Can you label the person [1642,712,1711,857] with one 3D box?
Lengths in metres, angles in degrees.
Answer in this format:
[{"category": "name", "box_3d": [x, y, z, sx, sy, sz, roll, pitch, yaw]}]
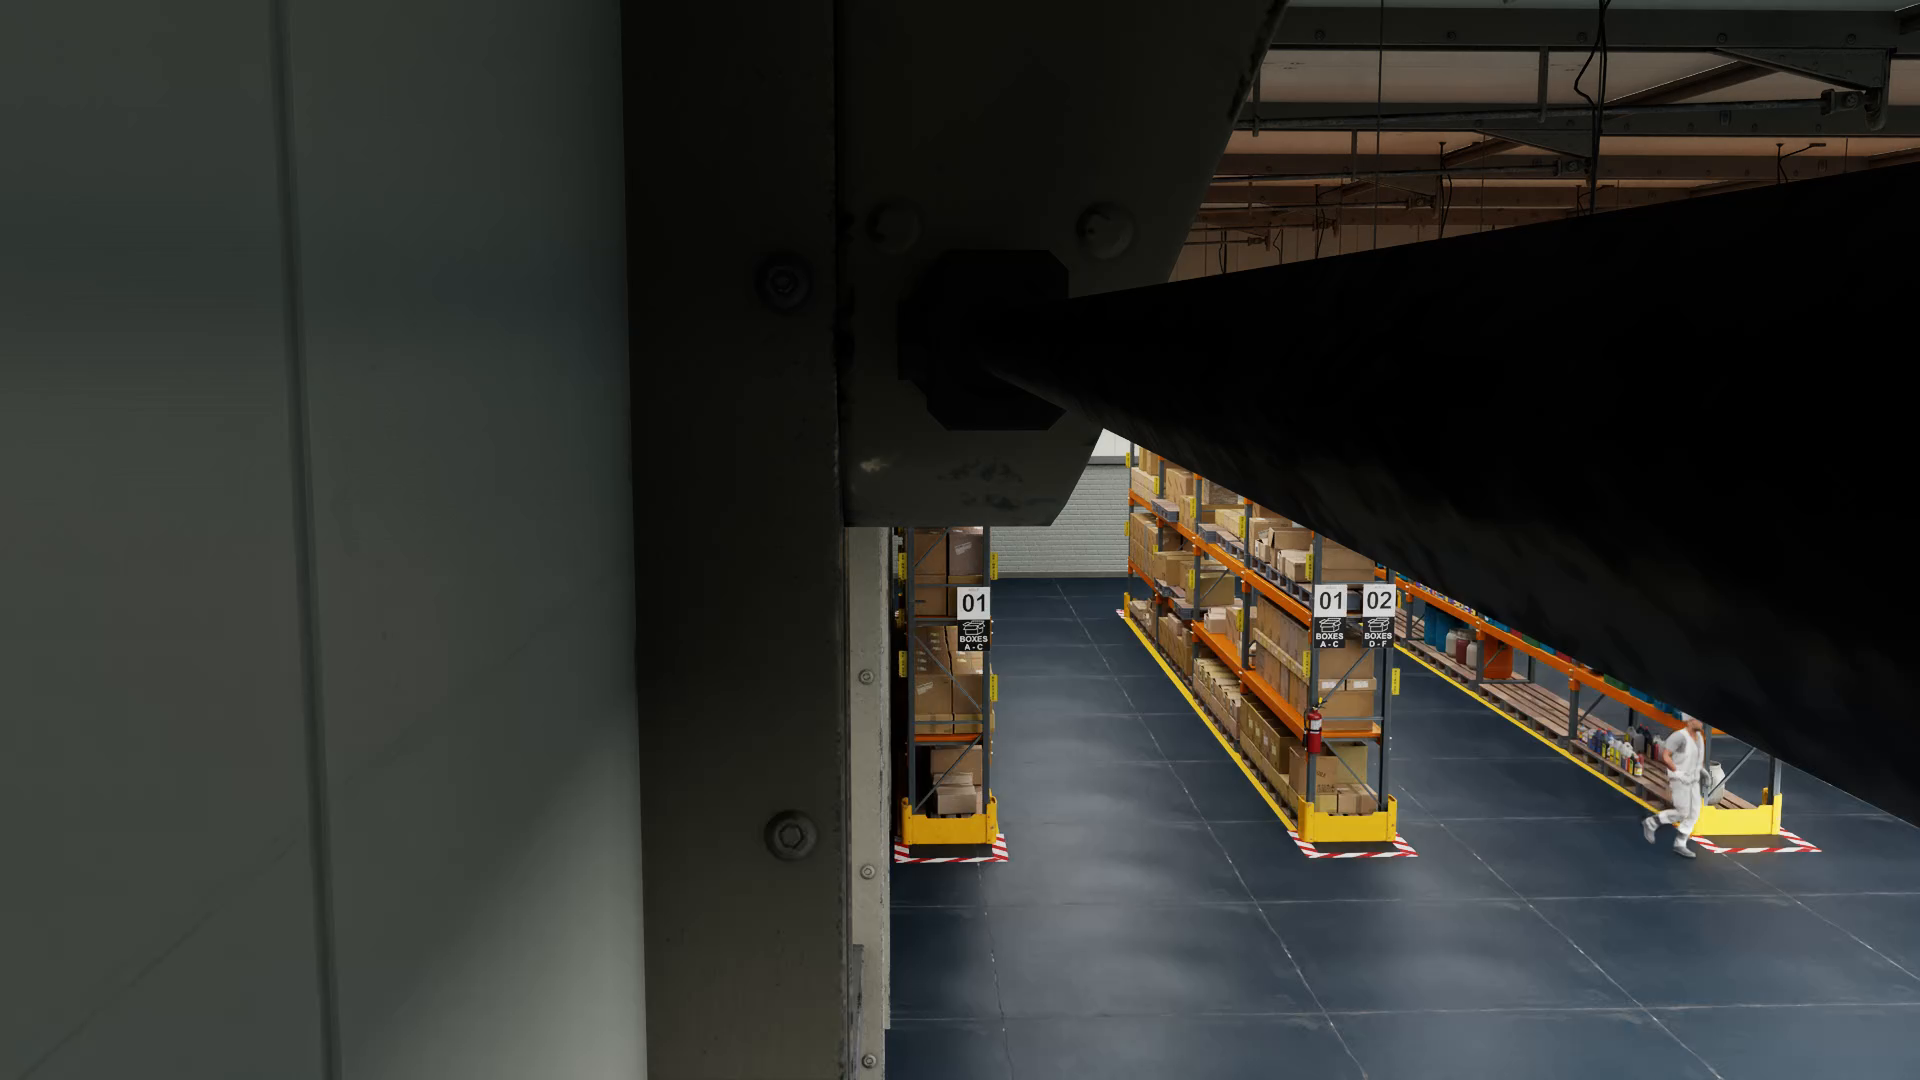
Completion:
[{"category": "person", "box_3d": [8.768, 2.892, 20.172, 0.699, 1.739, 0.678, -5, 9, -34]}]
